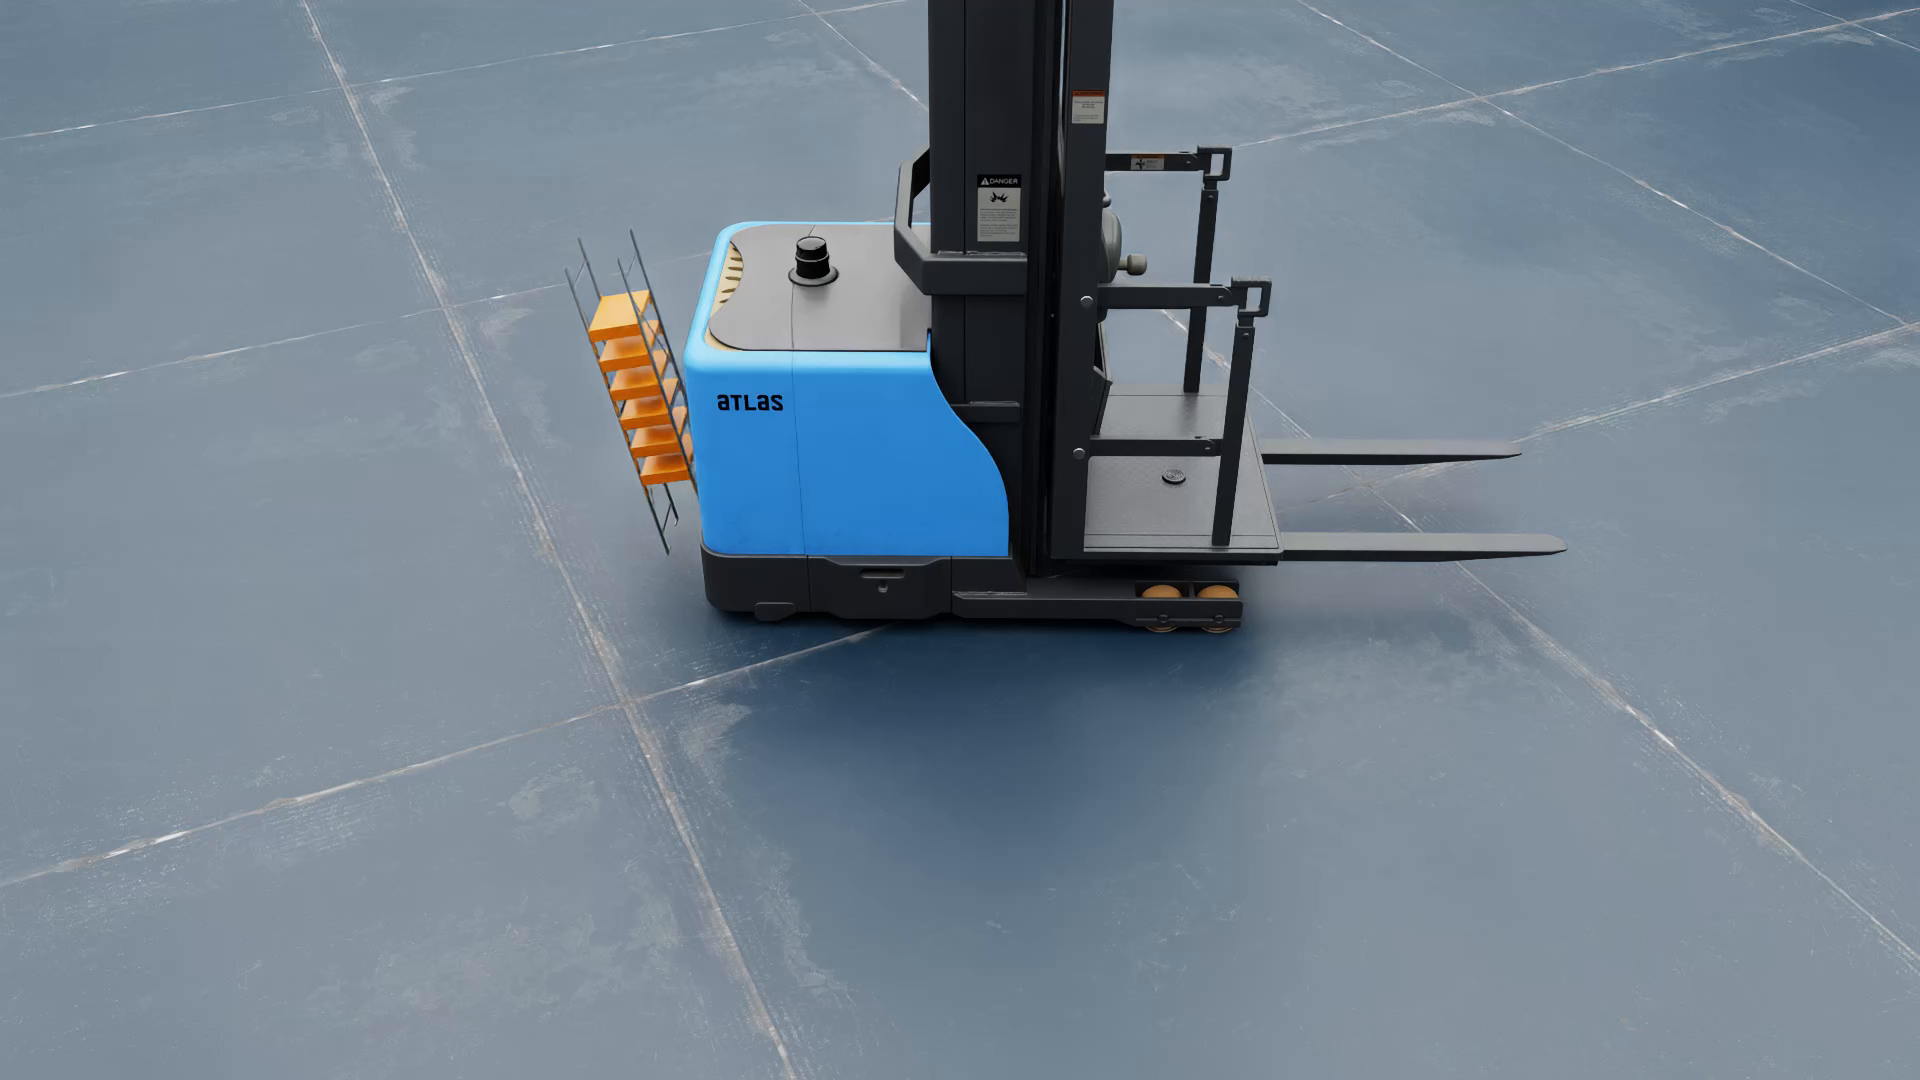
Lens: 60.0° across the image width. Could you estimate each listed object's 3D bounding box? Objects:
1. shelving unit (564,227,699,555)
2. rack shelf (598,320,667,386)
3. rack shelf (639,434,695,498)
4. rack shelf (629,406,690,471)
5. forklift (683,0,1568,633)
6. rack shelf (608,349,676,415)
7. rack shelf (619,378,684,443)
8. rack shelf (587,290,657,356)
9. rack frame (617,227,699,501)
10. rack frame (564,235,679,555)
[{"bbox_3d":[-1.101,-0.503,5.907,0.189,1.200,0.258,-8,36,7],"label":"shelving unit"},{"bbox_3d":[-1.137,-0.658,5.793,0.180,0.103,0.258,-8,36,7],"label":"rack shelf"},{"bbox_3d":[-1.050,-0.278,6.073,0.180,0.103,0.258,-8,36,7],"label":"rack shelf"},{"bbox_3d":[-1.072,-0.373,6.003,0.180,0.103,0.258,-8,36,7],"label":"rack shelf"},{"bbox_3d":[0.622,-1.173,5.371,3.031,2.935,1.130,0,37,0],"label":"forklift"},{"bbox_3d":[-1.115,-0.563,5.863,0.180,0.103,0.258,-8,36,7],"label":"rack shelf"},{"bbox_3d":[-1.093,-0.468,5.933,0.180,0.103,0.258,-8,36,7],"label":"rack shelf"},{"bbox_3d":[-1.159,-0.753,5.724,0.180,0.103,0.258,-8,36,7],"label":"rack shelf"},{"bbox_3d":[-1.011,-0.515,5.896,0.006,1.200,0.240,-8,36,7],"label":"rack frame"},{"bbox_3d":[-1.191,-0.491,5.919,0.006,1.200,0.240,-8,36,7],"label":"rack frame"}]
